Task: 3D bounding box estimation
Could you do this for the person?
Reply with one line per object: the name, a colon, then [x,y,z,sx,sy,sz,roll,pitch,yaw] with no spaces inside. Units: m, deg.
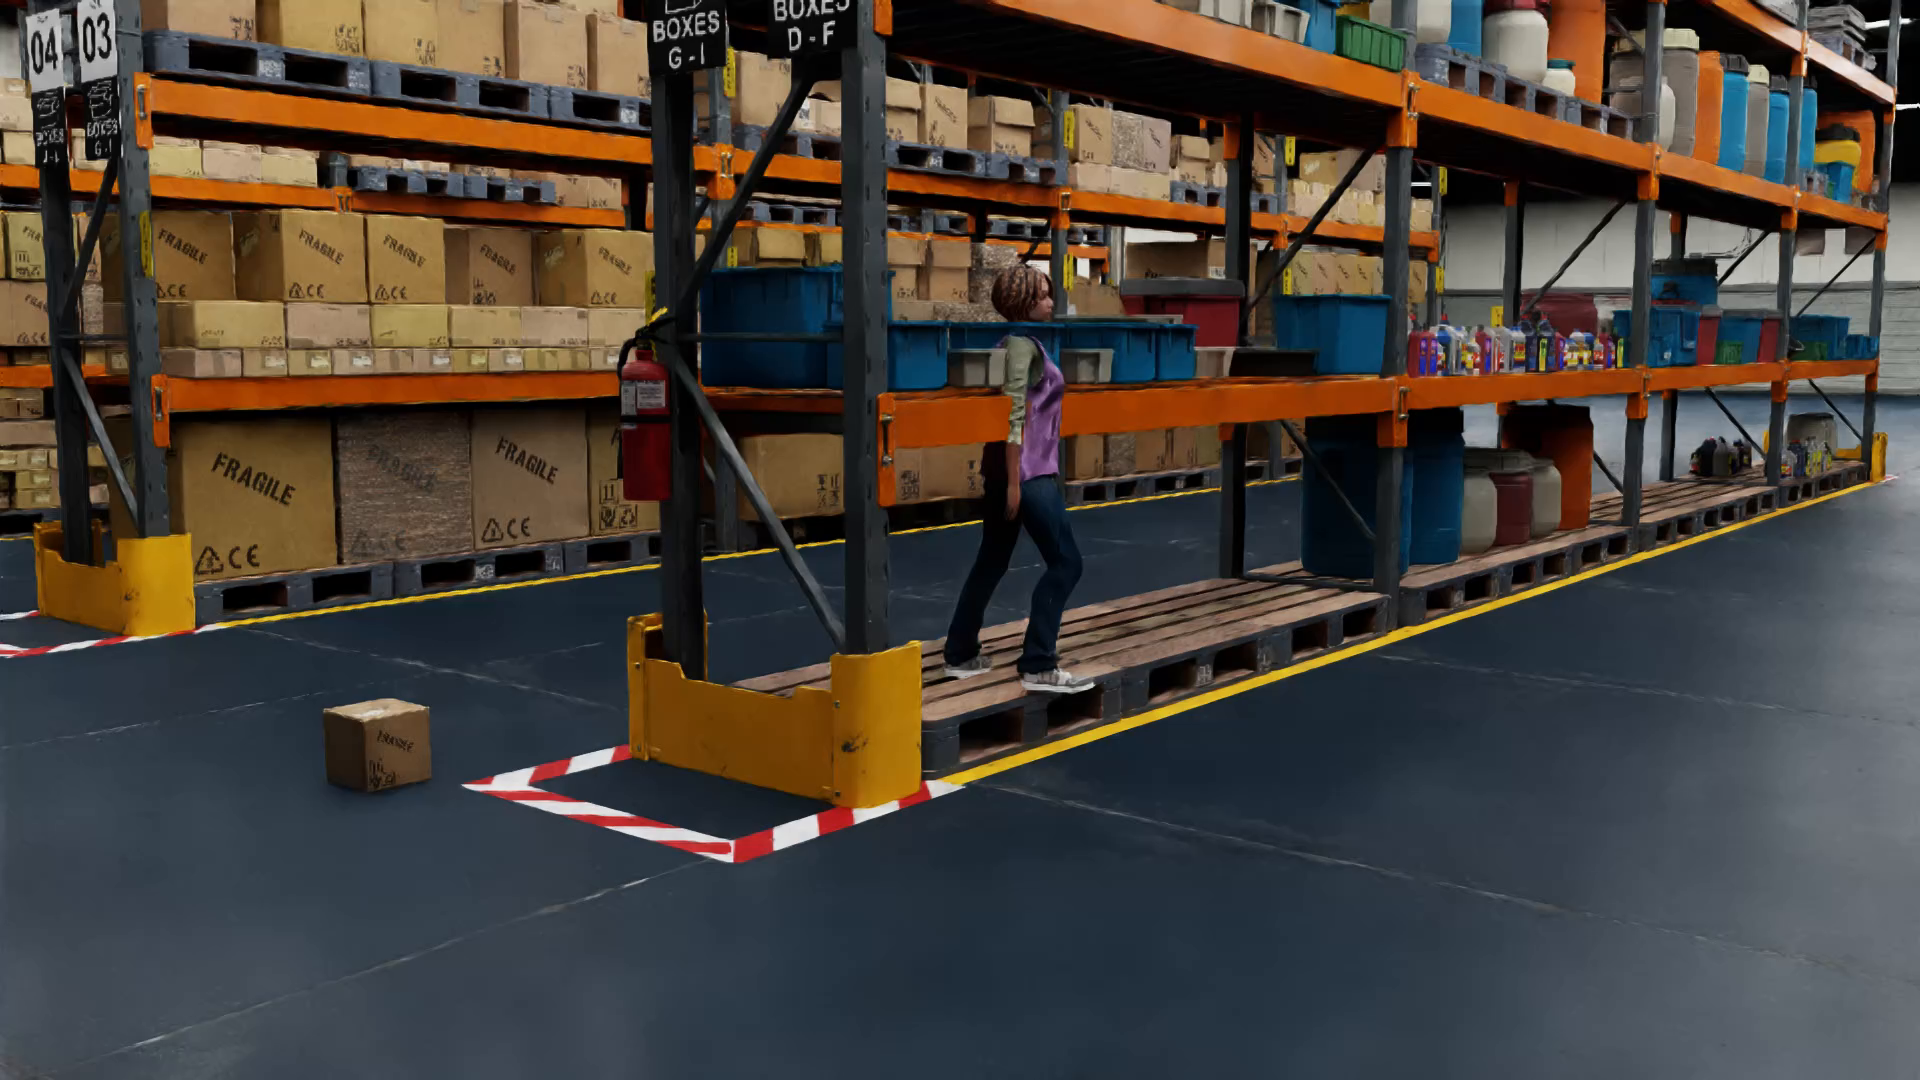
person: [0.206,-0.233,6.218,0.514,1.576,0.575,-1,7,-8]
